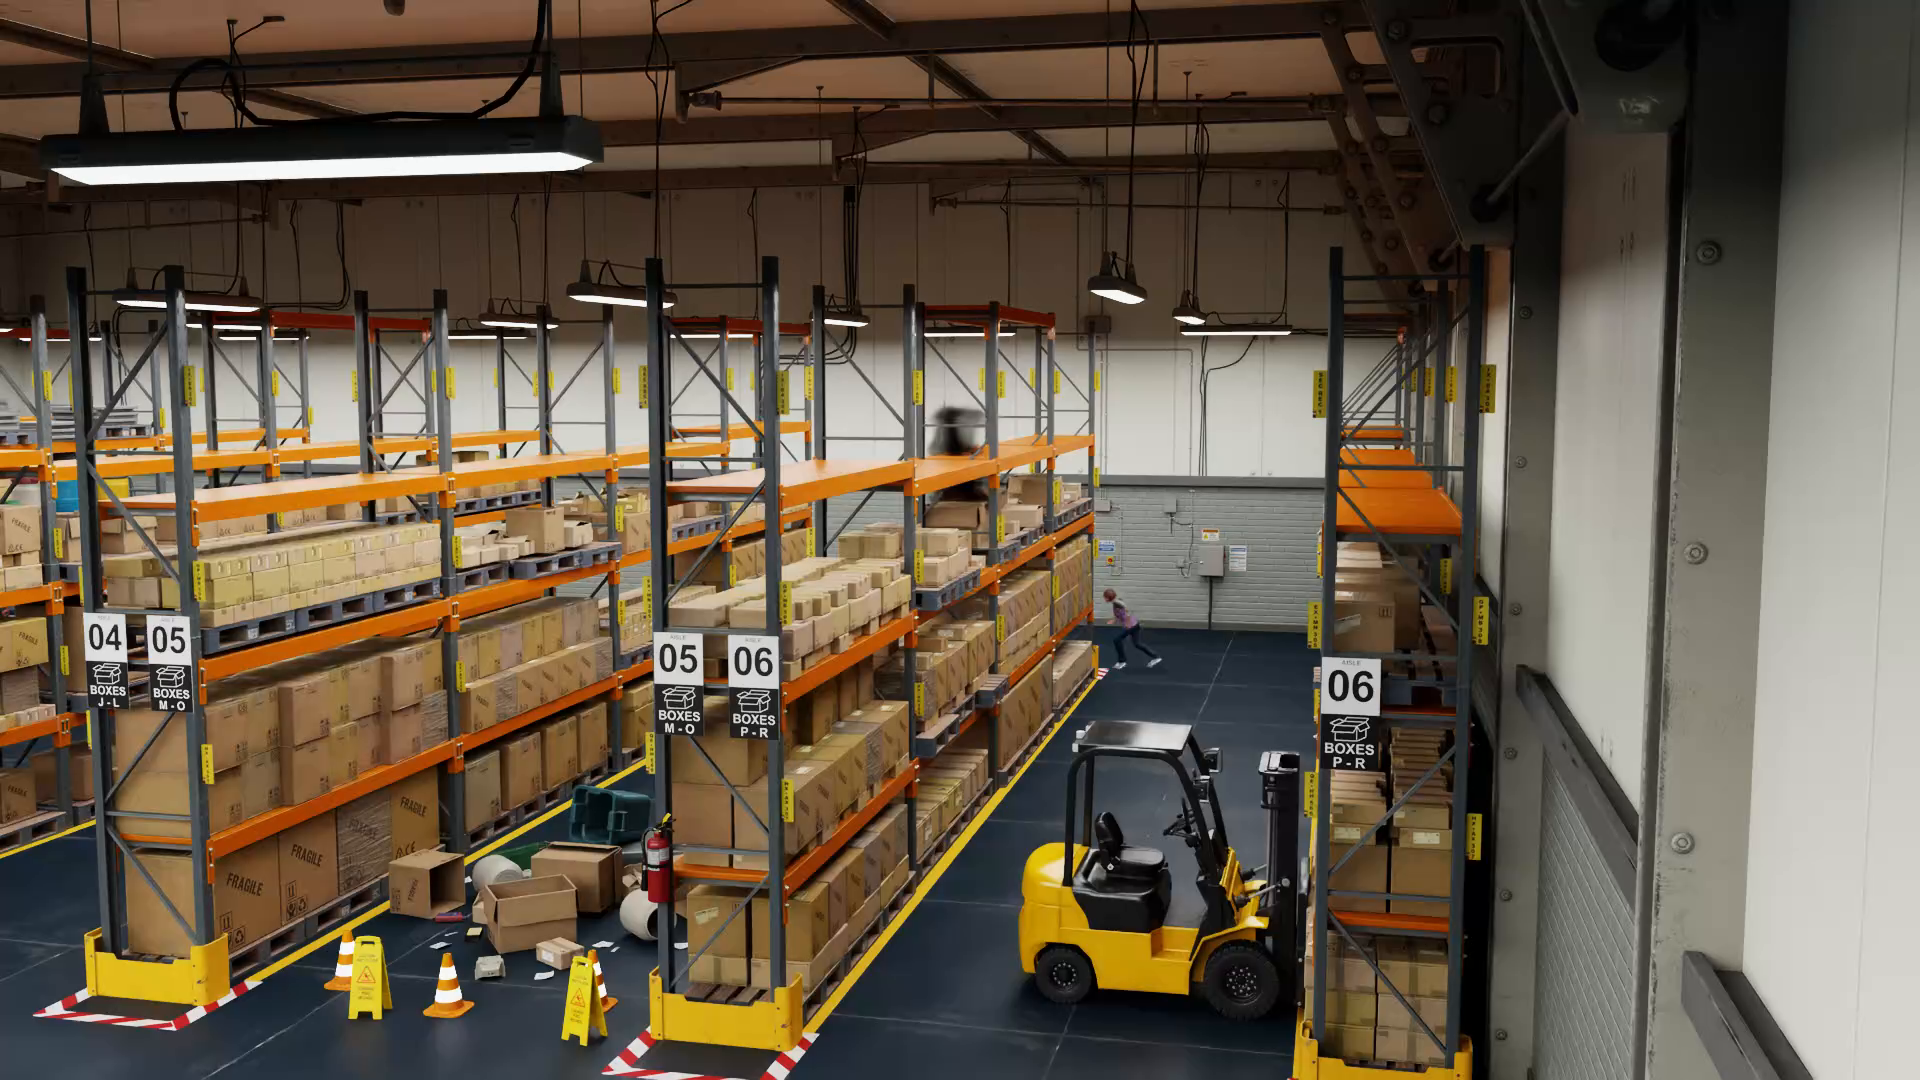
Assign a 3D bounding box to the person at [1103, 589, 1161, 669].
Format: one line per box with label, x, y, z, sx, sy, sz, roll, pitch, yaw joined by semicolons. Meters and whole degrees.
person;3.008;1.568;28.954;1.050;1.403;0.526;2;6;16
